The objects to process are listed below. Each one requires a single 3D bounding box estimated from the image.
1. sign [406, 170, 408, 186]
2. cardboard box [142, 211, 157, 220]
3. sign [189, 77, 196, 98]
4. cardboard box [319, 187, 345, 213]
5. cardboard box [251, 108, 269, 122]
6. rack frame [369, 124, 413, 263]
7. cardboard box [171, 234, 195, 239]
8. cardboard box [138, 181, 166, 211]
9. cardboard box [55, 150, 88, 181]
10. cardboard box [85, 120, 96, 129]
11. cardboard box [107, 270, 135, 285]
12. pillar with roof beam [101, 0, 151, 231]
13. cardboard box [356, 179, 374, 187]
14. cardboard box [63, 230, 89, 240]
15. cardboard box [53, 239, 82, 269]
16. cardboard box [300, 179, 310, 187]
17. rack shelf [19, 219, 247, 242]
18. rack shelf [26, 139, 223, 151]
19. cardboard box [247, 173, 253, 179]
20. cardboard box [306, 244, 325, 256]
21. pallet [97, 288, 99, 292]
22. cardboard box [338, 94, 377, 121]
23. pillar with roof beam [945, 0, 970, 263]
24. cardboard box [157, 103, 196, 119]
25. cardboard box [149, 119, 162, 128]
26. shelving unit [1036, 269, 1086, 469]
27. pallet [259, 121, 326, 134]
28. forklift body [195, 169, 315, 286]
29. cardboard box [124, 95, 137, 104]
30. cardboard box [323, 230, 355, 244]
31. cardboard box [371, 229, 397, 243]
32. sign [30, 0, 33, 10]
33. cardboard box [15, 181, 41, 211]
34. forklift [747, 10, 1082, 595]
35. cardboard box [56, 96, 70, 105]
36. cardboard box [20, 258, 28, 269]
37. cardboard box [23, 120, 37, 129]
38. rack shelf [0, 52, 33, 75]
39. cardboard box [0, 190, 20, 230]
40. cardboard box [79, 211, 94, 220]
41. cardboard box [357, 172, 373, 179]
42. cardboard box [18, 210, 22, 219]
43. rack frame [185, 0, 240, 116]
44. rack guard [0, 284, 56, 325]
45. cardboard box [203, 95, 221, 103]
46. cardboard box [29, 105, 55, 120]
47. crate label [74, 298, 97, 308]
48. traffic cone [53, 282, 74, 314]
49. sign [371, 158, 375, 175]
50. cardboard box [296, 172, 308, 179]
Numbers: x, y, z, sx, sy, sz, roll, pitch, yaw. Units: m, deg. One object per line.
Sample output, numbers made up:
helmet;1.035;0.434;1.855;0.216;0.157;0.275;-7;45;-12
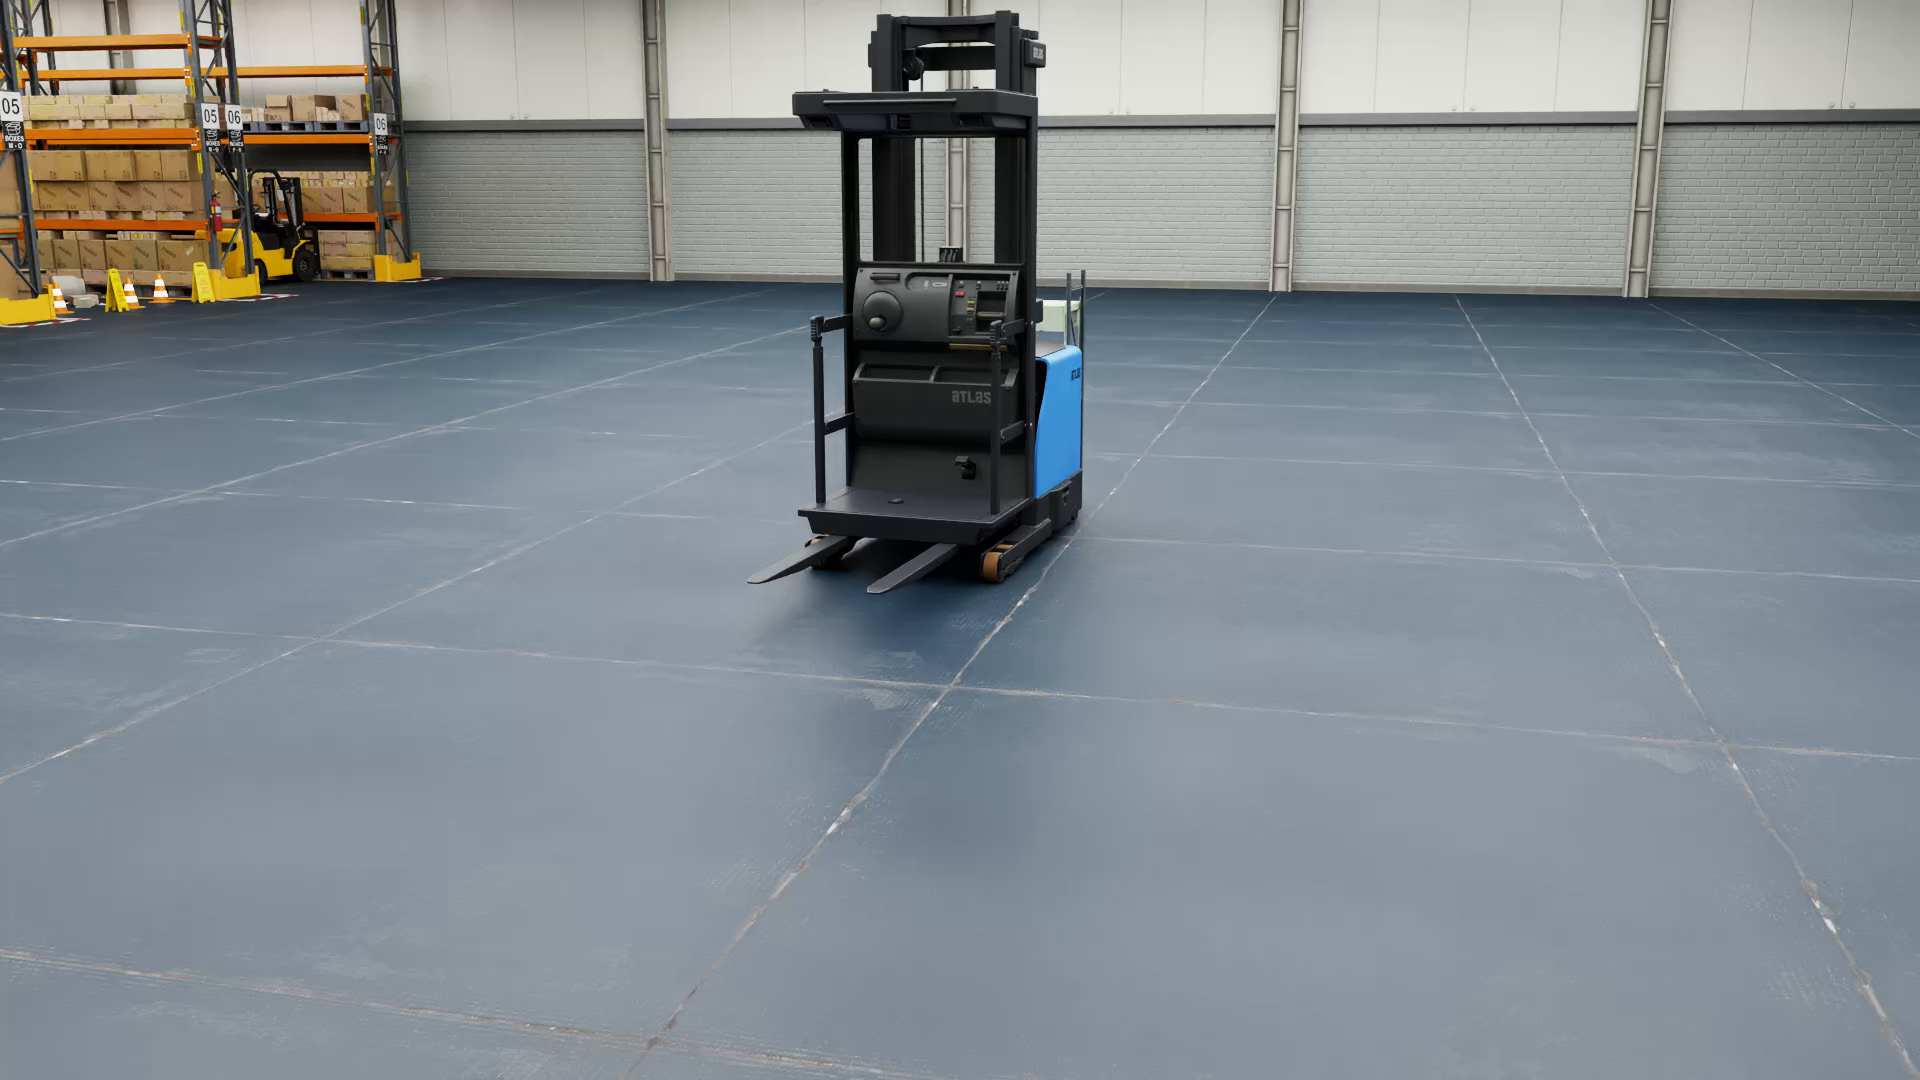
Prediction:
sign;-11.093;-7.251;33.307;0.005;0.325;0.100;3;13;14
cardboard box;-13.605;-5.495;28.157;0.250;0.149;0.380;3;13;15
sign;-12.570;-7.410;27.237;0.005;0.325;0.100;3;13;14
cardboard box;-12.274;-6.721;32.871;0.500;0.500;0.500;3;13;15
cardboard box;-13.747;-8.392;32.819;0.258;0.266;0.396;3;13;12
rack frame;-11.232;-6.673;32.885;0.127;3.000;1.000;3;13;14
cardboard box;-15.625;-5.951;34.144;0.625;0.625;0.875;4;13;16
cardboard box;-13.495;-5.820;28.124;0.500;0.500;0.500;3;13;14
cardboard box;-14.954;-6.387;28.372;0.500;0.500;0.700;3;13;12
cardboard box;-14.558;-7.030;28.150;0.250;0.149;0.380;3;13;14
cardboard box;-14.277;-4.531;28.612;0.500;0.250;0.500;3;13;12
pillar with roof beam;-18.549;-9.233;30.575;0.400;9.000;9.100;3;13;14
cardboard box;-11.636;-6.997;32.619;0.250;0.149;0.380;3;13;14
cardboard box;-15.186;-5.249;28.617;0.250;0.149;0.380;4;13;16
cardboard box;-15.270;-4.953;28.778;0.500;0.500;0.500;4;13;16
cardboard box;-12.887;-7.059;32.896;0.250;0.149;0.380;3;13;14
rack shelf;-14.359;-5.381;28.725;4.000;0.370;1.077;3;13;14
rack shelf;-17.057;-8.097;34.041;4.000;0.370;1.077;3;13;14
cardboard box;-14.126;-7.271;33.167;0.250;0.149;0.380;3;13;15
cardboard box;-12.770;-5.790;33.129;0.500;0.250;0.500;3;13;12
pallet;-15.640;-4.448;29.293;1.213;0.211;1.003;3;13;14
cardboard box;-11.720;-8.412;32.365;0.500;0.500;0.500;3;13;15
pillar with roof beam;-1.073;-8.299;26.365;0.400;9.000;9.100;3;13;14
cardboard box;-12.979;-7.135;27.703;0.500;0.250;0.500;3;13;13
cardboard box;-13.330;-6.957;27.822;0.250;0.149;0.380;3;13;15
shelving unit;0.376;-0.964;10.616;0.755;1.500;0.431;4;13;18
pallet;-13.100;-8.199;33.043;1.213;0.211;1.003;3;13;14
forklift body;-13.510;-5.973;31.691;1.214;2.155;2.313;3;13;14
cardboard box;-13.780;-7.384;27.906;0.250;0.149;0.380;3;13;14
cardboard box;-12.251;-6.007;32.955;0.500;0.250;0.500;3;13;15
cardboard box;-11.653;-6.088;33.321;0.500;0.250;0.500;3;13;13
sign;-16.153;-9.373;28.865;0.005;0.325;0.100;3;13;14
cardboard box;-15.941;-5.949;28.705;0.500;0.500;0.500;3;13;13
forklift;-0.200;-1.303;8.841;1.130;2.935;3.031;4;13;18
cardboard box;-15.058;-7.438;28.148;0.250;0.149;0.380;3;13;12
cardboard box;-16.811;-4.785;29.474;0.625;0.372;0.950;3;13;14
cardboard box;-15.817;-7.085;28.395;0.250;0.149;0.380;3;13;14
rack shelf;-18.243;-8.323;29.054;4.000;0.370;1.077;3;13;14
cardboard box;-13.876;-4.666;23.492;0.550;0.550;0.875;3;13;14
cardboard box;-14.832;-5.562;28.456;0.250;0.149;0.380;3;13;14
cardboard box;-11.630;-7.158;32.656;0.250;0.149;0.380;3;13;14
cardboard box;-16.072;-5.630;28.765;0.250;0.149;0.380;3;13;13
rack frame;-12.417;-8.558;27.530;0.127;3.000;1.000;3;13;14
rack guard;-13.482;-3.361;23.729;0.348;0.500;1.175;3;13;14
cardboard box;-12.714;-7.421;28.072;0.250;0.149;0.380;3;13;13
cardboard box;-15.436;-7.268;28.300;0.500;0.250;0.500;3;13;13
crate label;-13.858;-3.759;26.361;0.298;0.136;0.250;-4;13;-16
traffic cone;-13.681;-3.670;25.209;0.334;0.463;0.336;3;13;14
sign;-11.375;-7.240;32.223;0.005;0.325;0.100;3;13;14
cardboard box;-12.893;-7.203;32.859;0.250;0.149;0.380;3;13;15
